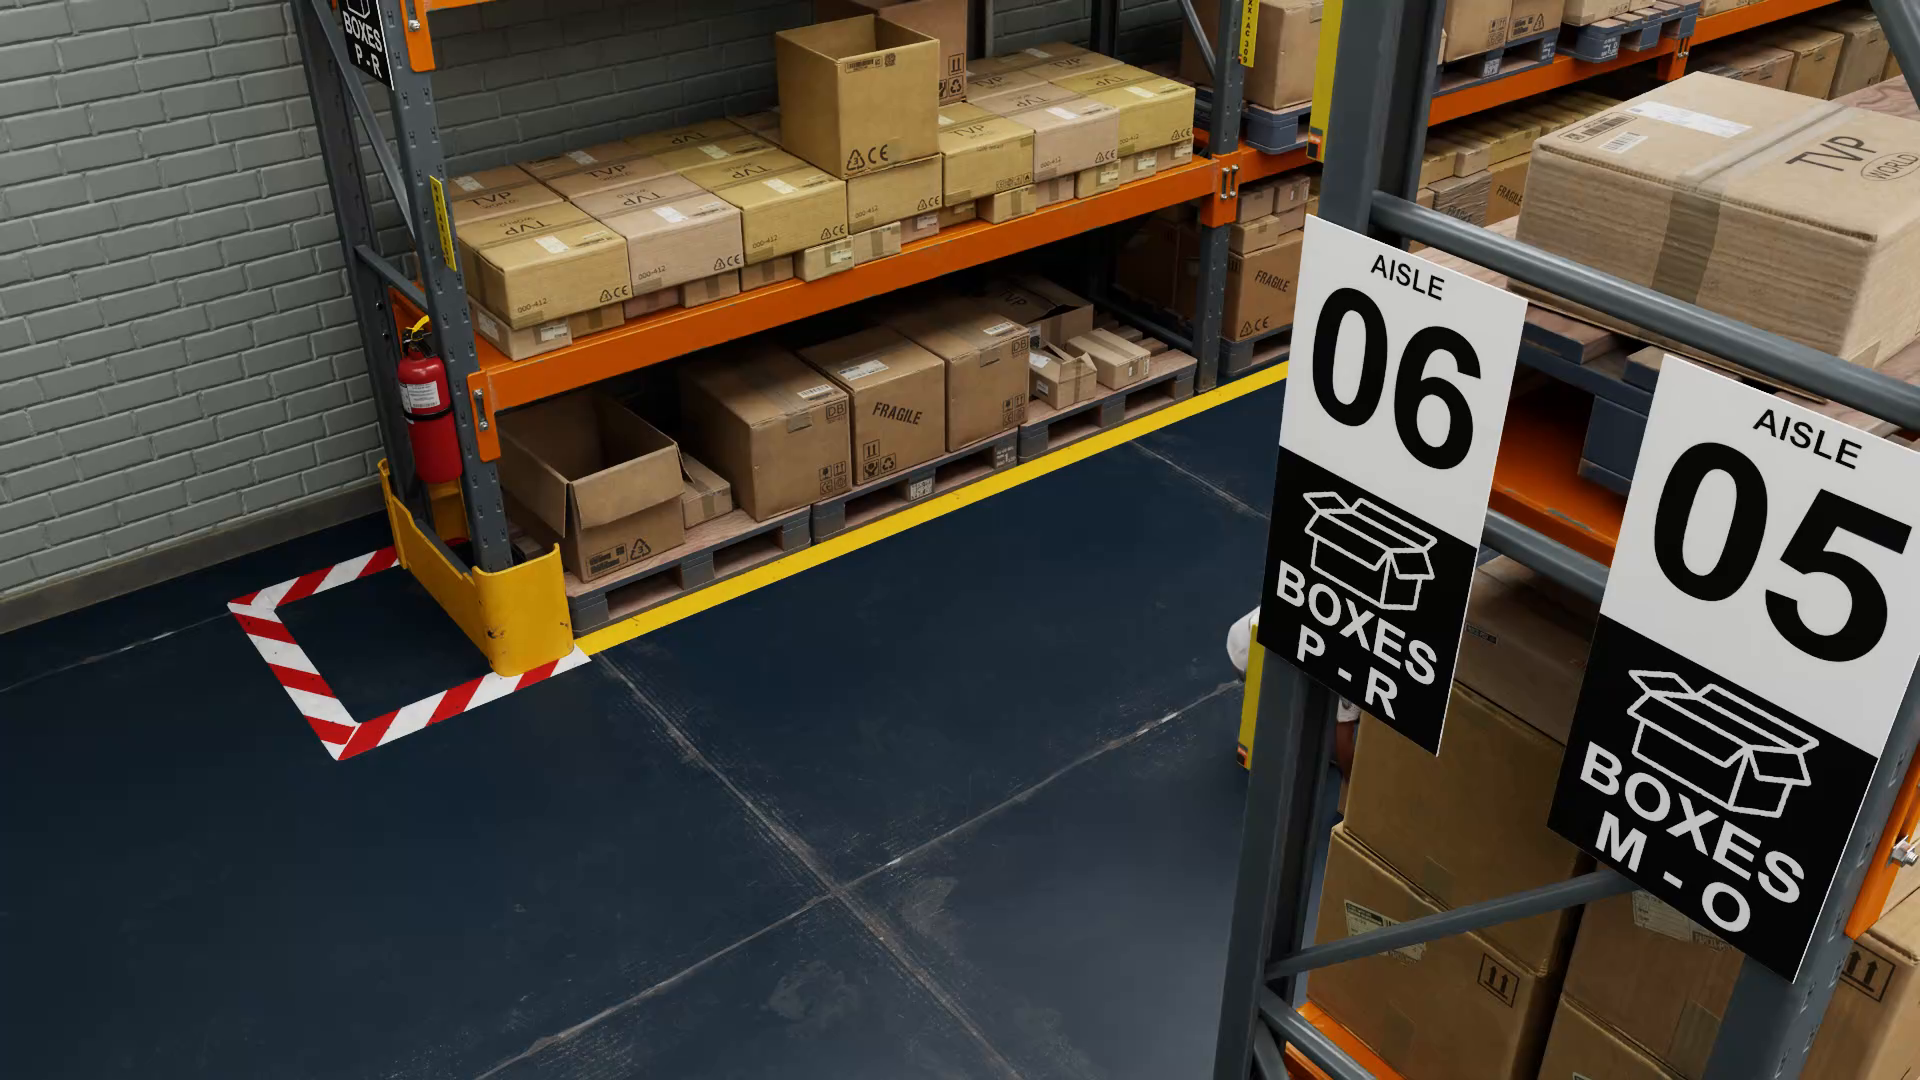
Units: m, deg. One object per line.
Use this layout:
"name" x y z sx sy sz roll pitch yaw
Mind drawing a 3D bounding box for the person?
"person" 1.382 0.525 6.089 0.472 0.838 0.864 -23 39 -31
